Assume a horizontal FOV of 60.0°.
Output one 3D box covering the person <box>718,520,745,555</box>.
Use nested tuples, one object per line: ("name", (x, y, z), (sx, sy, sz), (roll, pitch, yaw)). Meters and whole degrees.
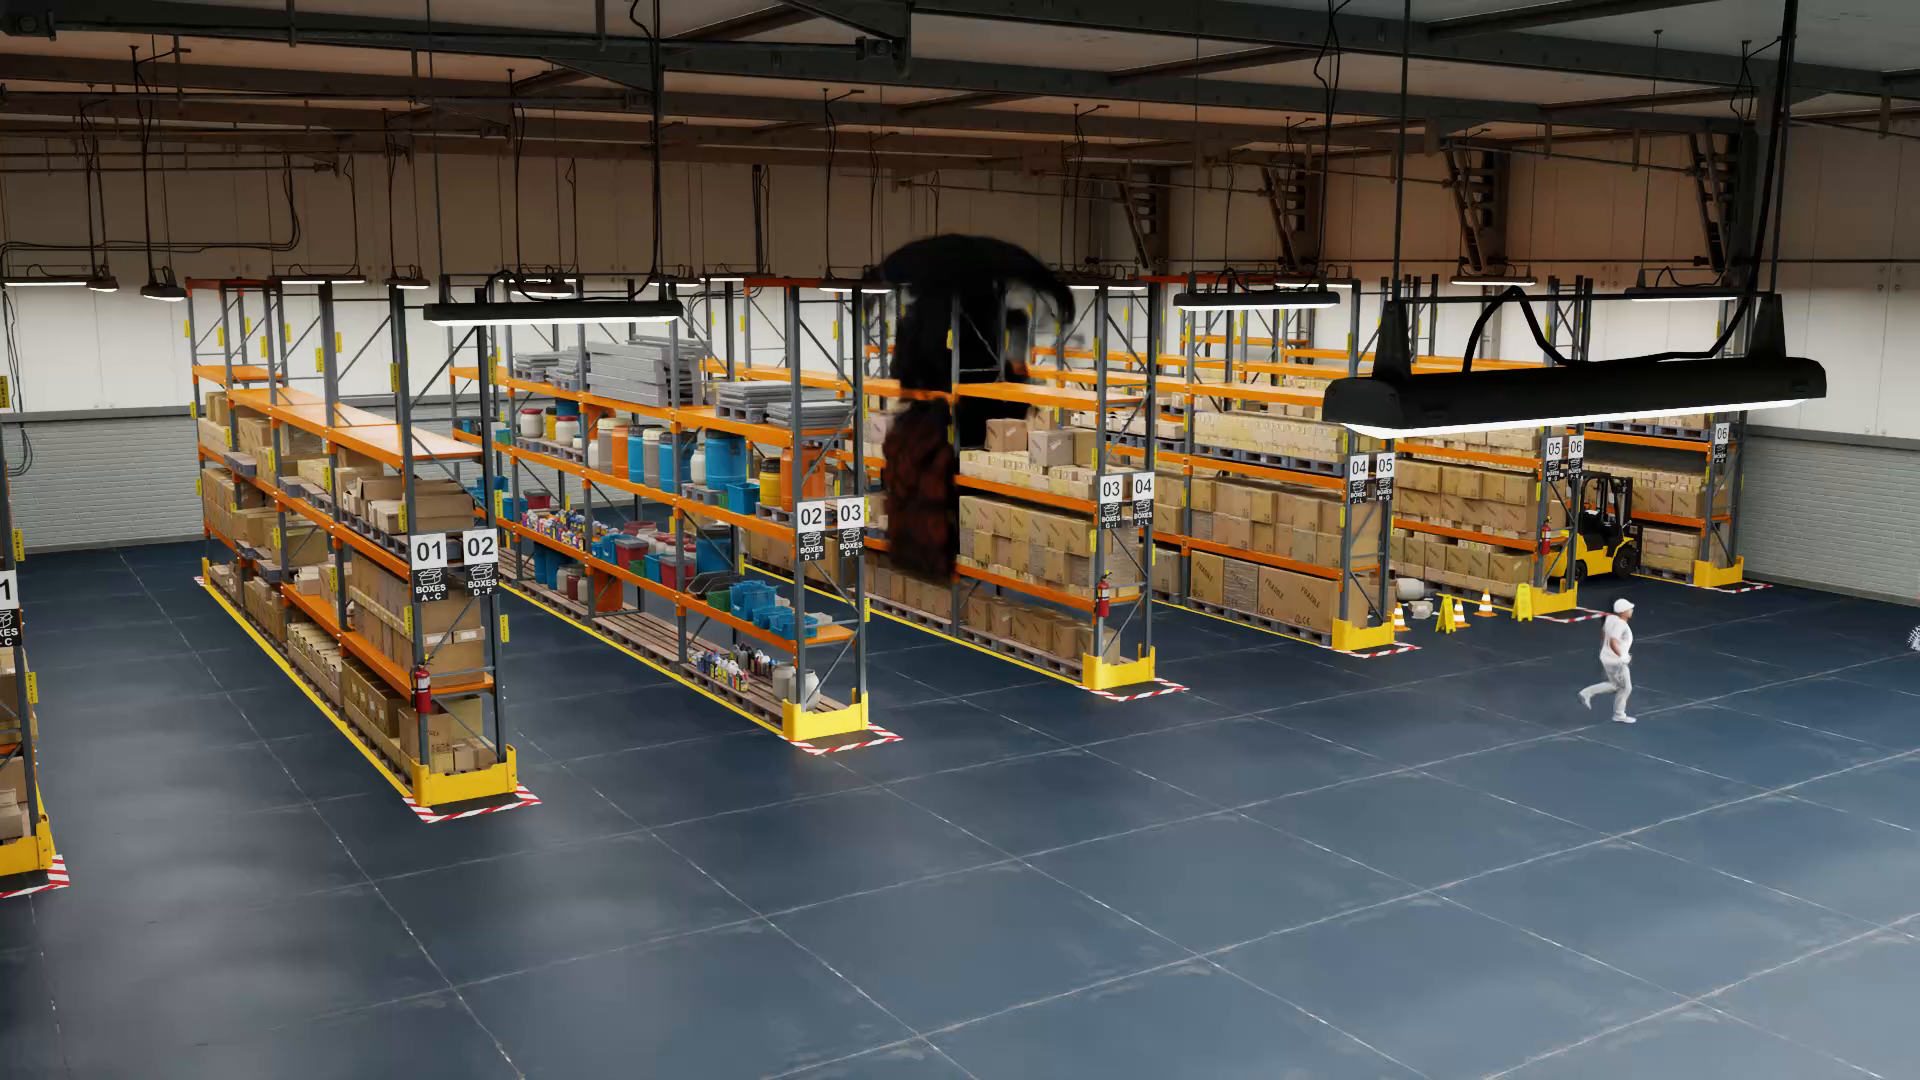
("person", (-4.347, -0.117, 32.039), (0.589, 1.679, 0.527), (-6, 11, -33))

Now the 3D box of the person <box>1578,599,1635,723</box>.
("person", (8.970, 1.667, 22.907), (0.780, 1.753, 0.706), (1, 10, 9))
